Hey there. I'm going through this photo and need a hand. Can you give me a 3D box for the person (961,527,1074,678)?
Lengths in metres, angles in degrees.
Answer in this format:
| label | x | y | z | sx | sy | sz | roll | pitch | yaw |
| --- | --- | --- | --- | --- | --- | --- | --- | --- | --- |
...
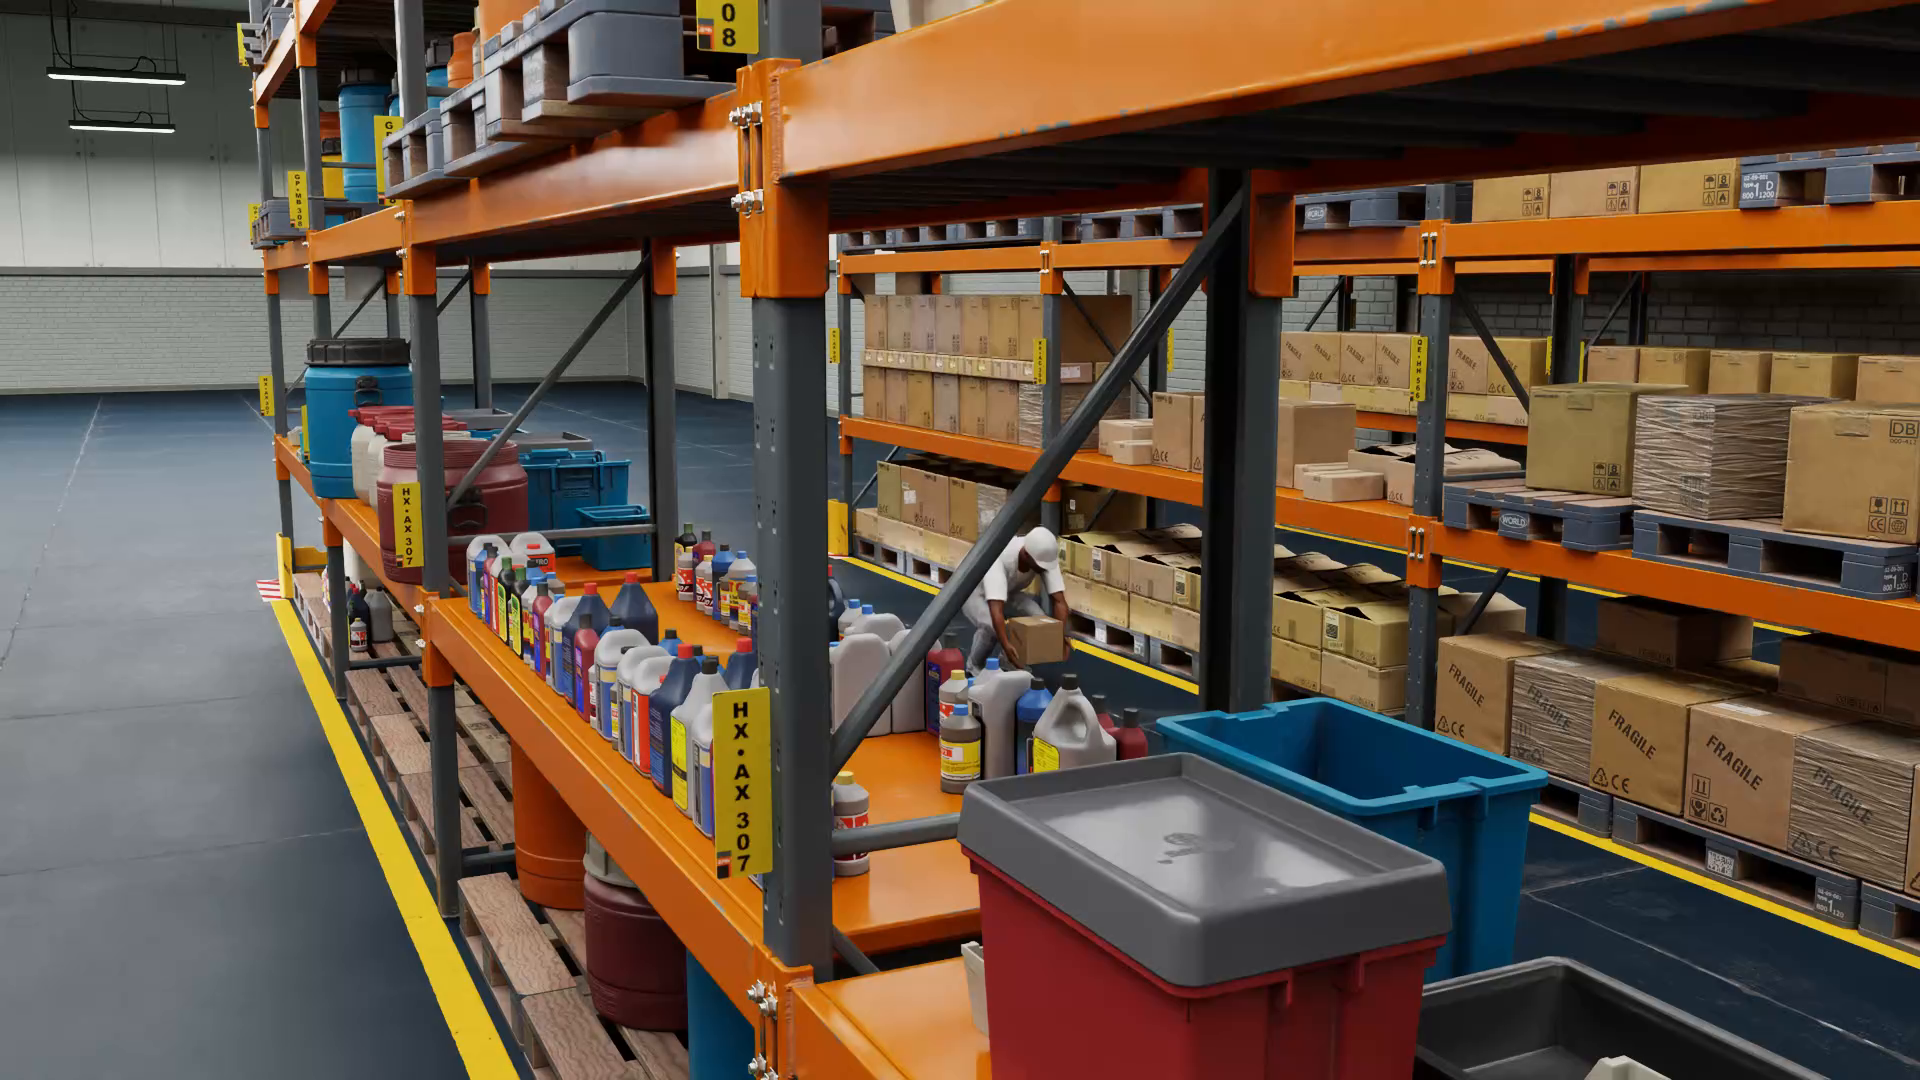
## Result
| label | x | y | z | sx | sy | sz | roll | pitch | yaw |
| --- | --- | --- | --- | --- | --- | --- | --- | --- | --- |
| person | 0.345 | 0.389 | 10.679 | 0.583 | 1.027 | 0.896 | -4 | 10 | -27 |
